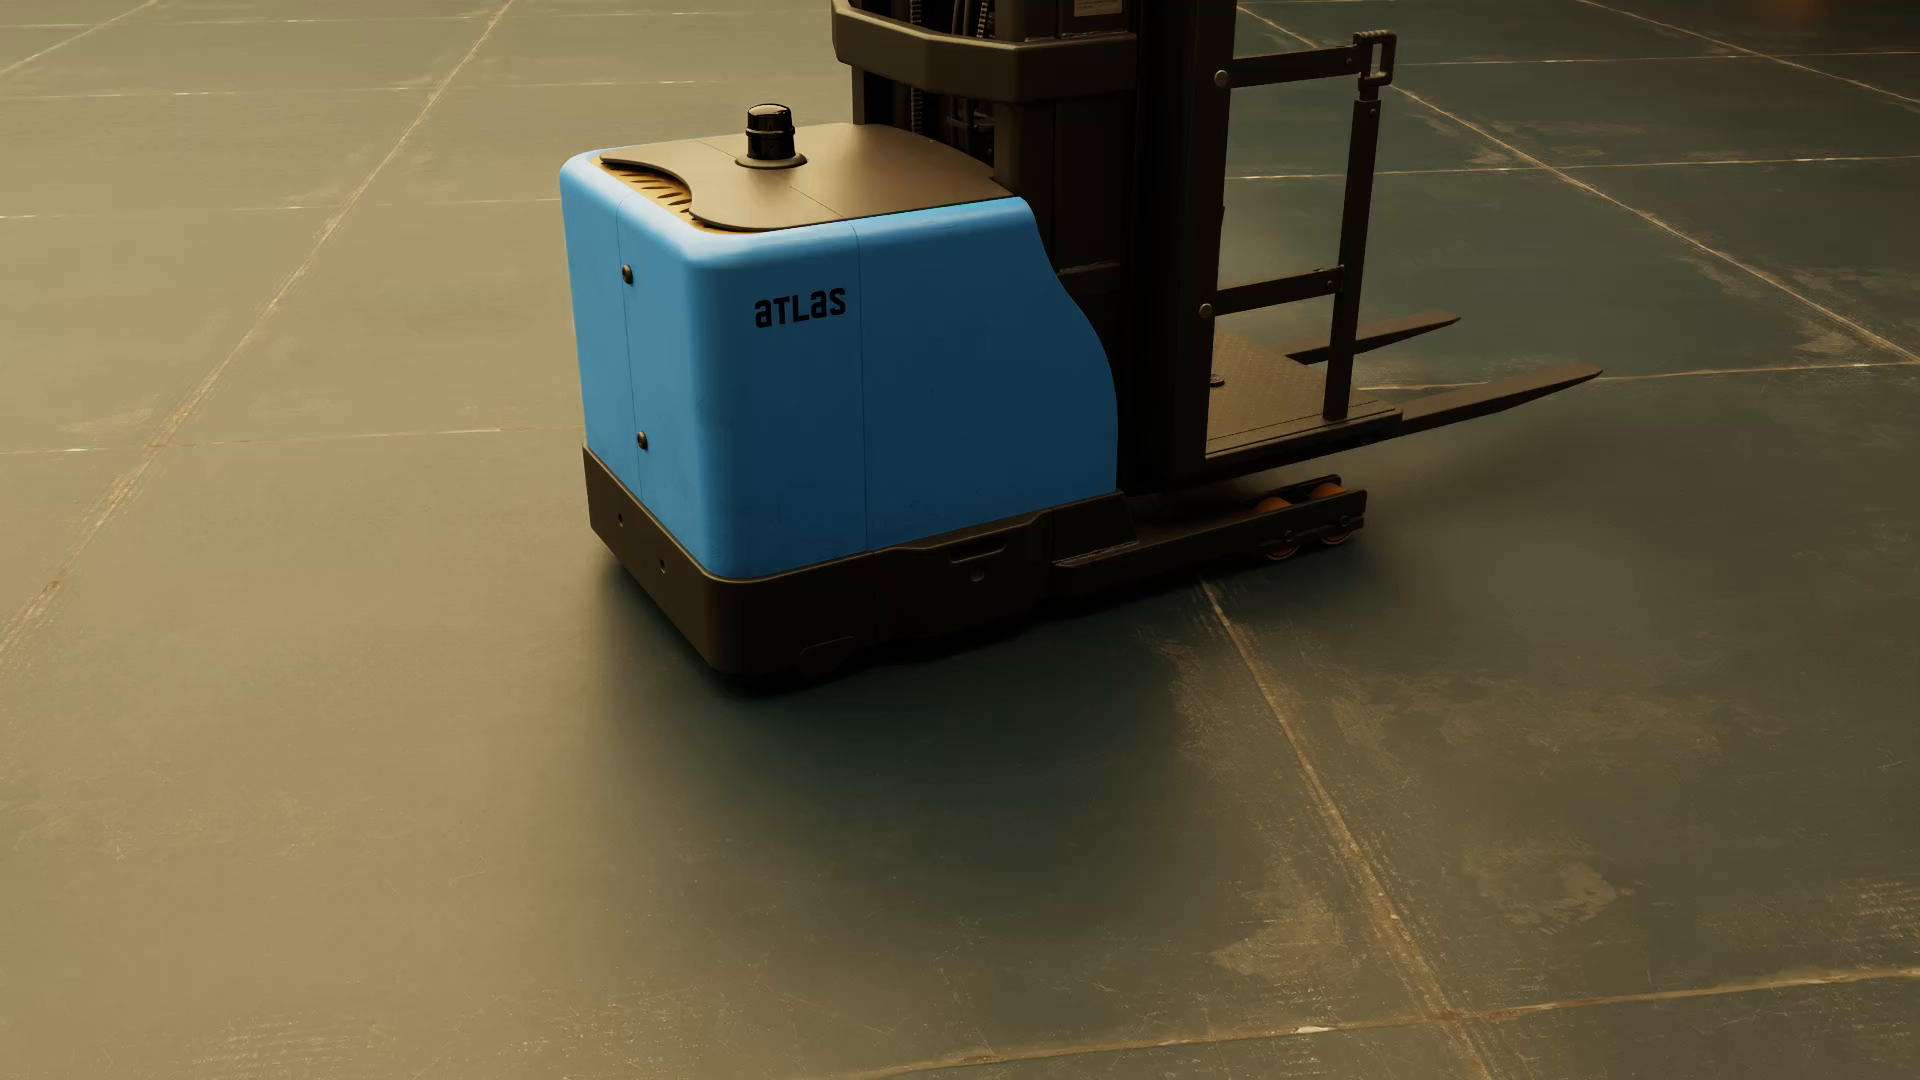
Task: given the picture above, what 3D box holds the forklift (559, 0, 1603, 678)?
[{"bbox_3d":[0.529,-1.451,4.240,3.031,2.935,1.130,-14,29,-26],"label":"forklift"}]
